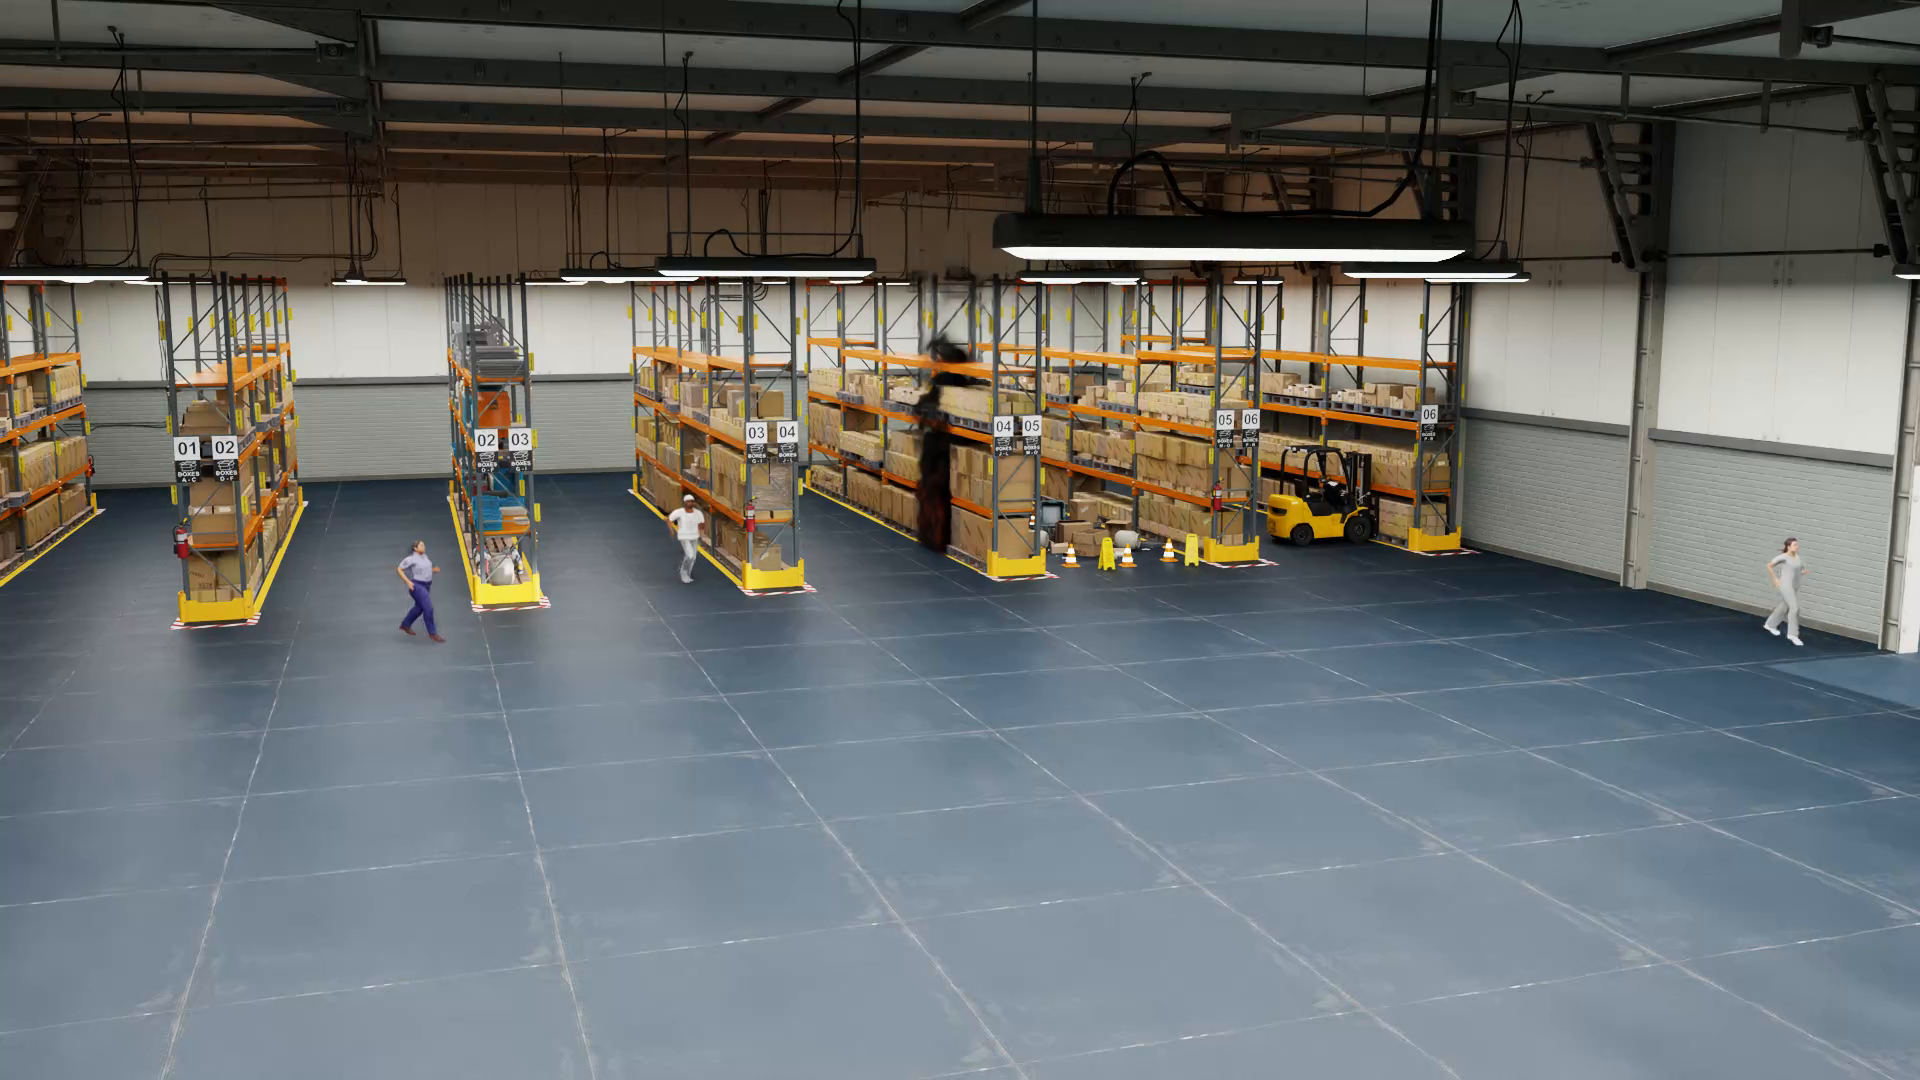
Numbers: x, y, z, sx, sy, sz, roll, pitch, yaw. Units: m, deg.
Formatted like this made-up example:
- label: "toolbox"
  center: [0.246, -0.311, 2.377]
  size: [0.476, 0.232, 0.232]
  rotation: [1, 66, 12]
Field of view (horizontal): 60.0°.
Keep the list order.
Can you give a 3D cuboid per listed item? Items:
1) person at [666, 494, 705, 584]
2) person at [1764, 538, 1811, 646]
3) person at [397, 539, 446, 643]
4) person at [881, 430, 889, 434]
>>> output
- label: "person"
  center: [-5.265, -0.017, 32.346]
  size: [0.692, 1.737, 0.660]
  rotation: [-6, 11, -35]
- label: "person"
  center: [13.490, 0.813, 27.116]
  size: [0.543, 1.721, 0.806]
  rotation: [-5, 10, -29]
- label: "person"
  center: [-8.814, 0.822, 27.144]
  size: [0.873, 1.680, 0.594]
  rotation: [1, 9, 8]
- label: "person"
  center: [-2.165, -2.351, 48.160]
  size: [0.560, 1.692, 0.753]
  rotation: [-4, 10, -26]
